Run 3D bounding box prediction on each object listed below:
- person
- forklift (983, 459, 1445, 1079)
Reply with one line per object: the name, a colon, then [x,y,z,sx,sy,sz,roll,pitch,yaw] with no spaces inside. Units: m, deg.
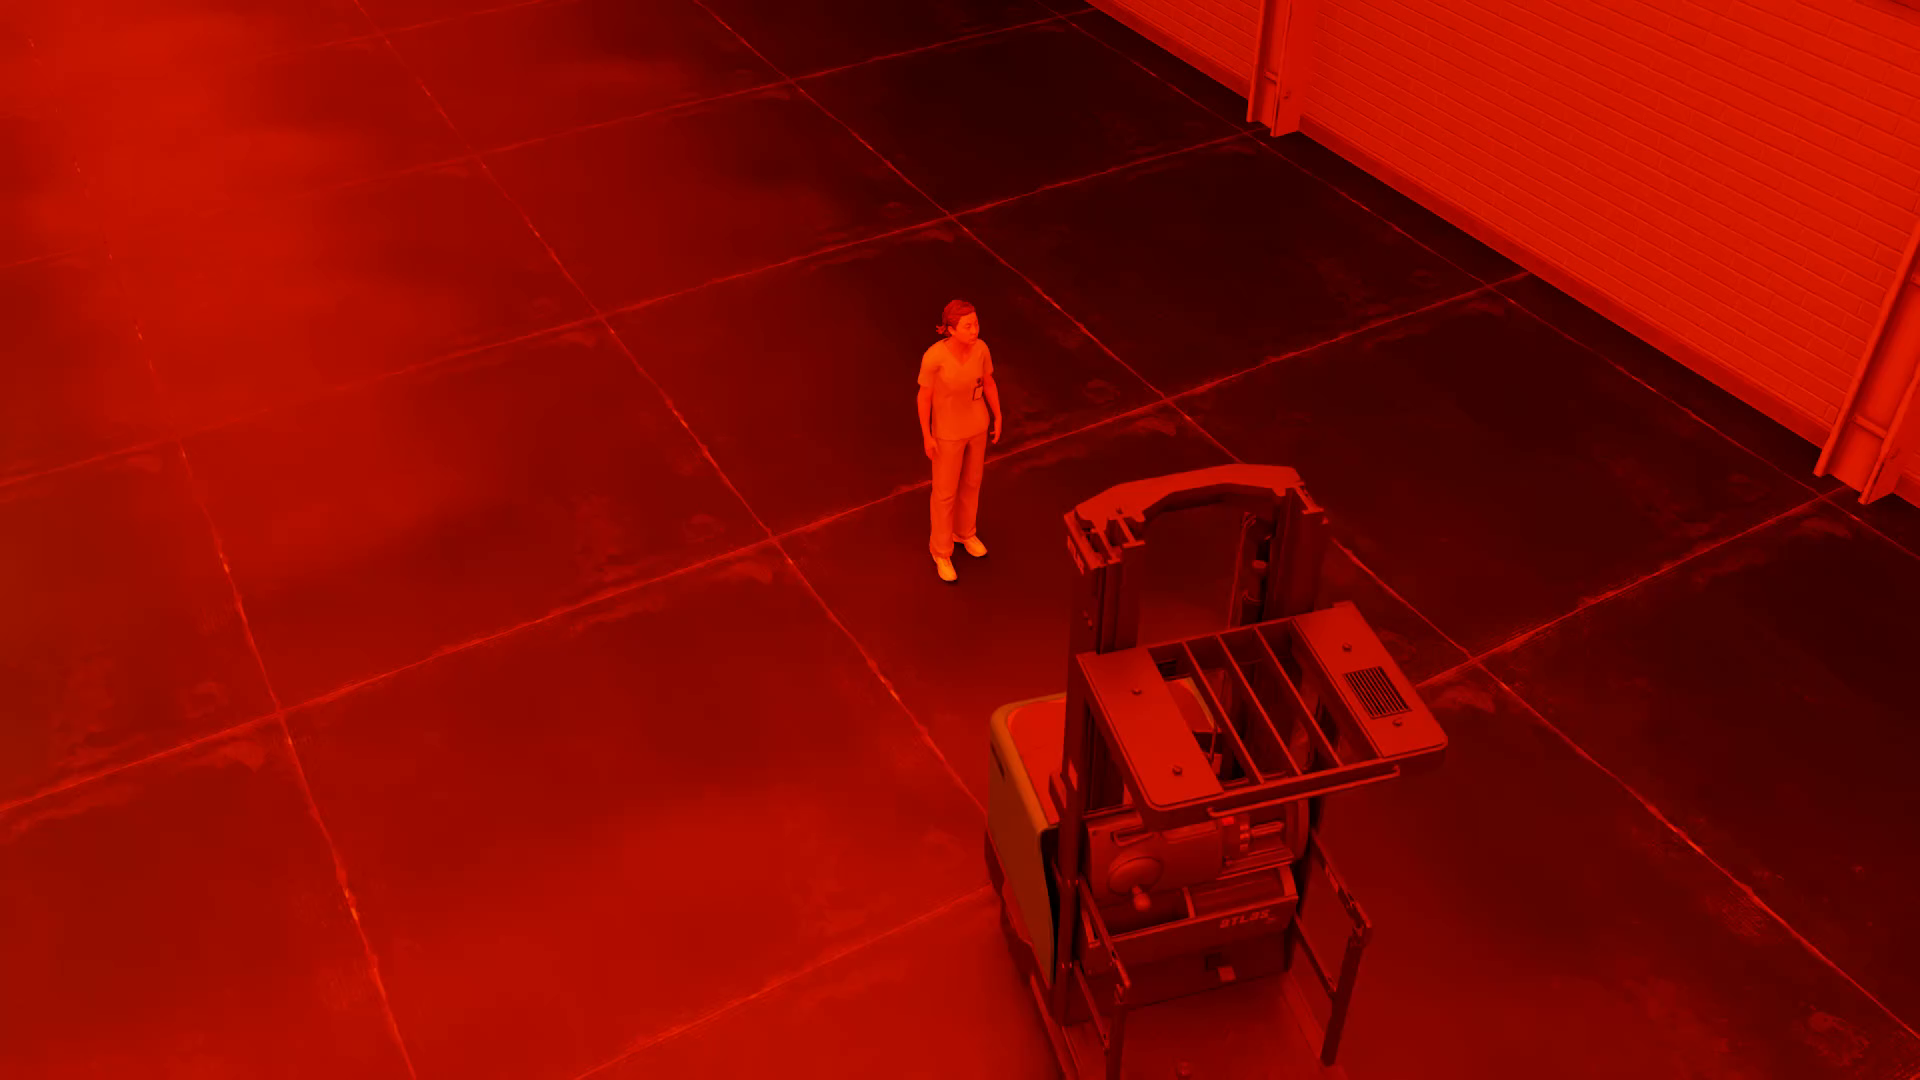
person: [0.025,-0.605,9.738,0.549,1.673,0.548,-20,44,-23]
forklift: [1.010,1.278,6.496,1.130,2.935,3.031,-10,41,-12]
